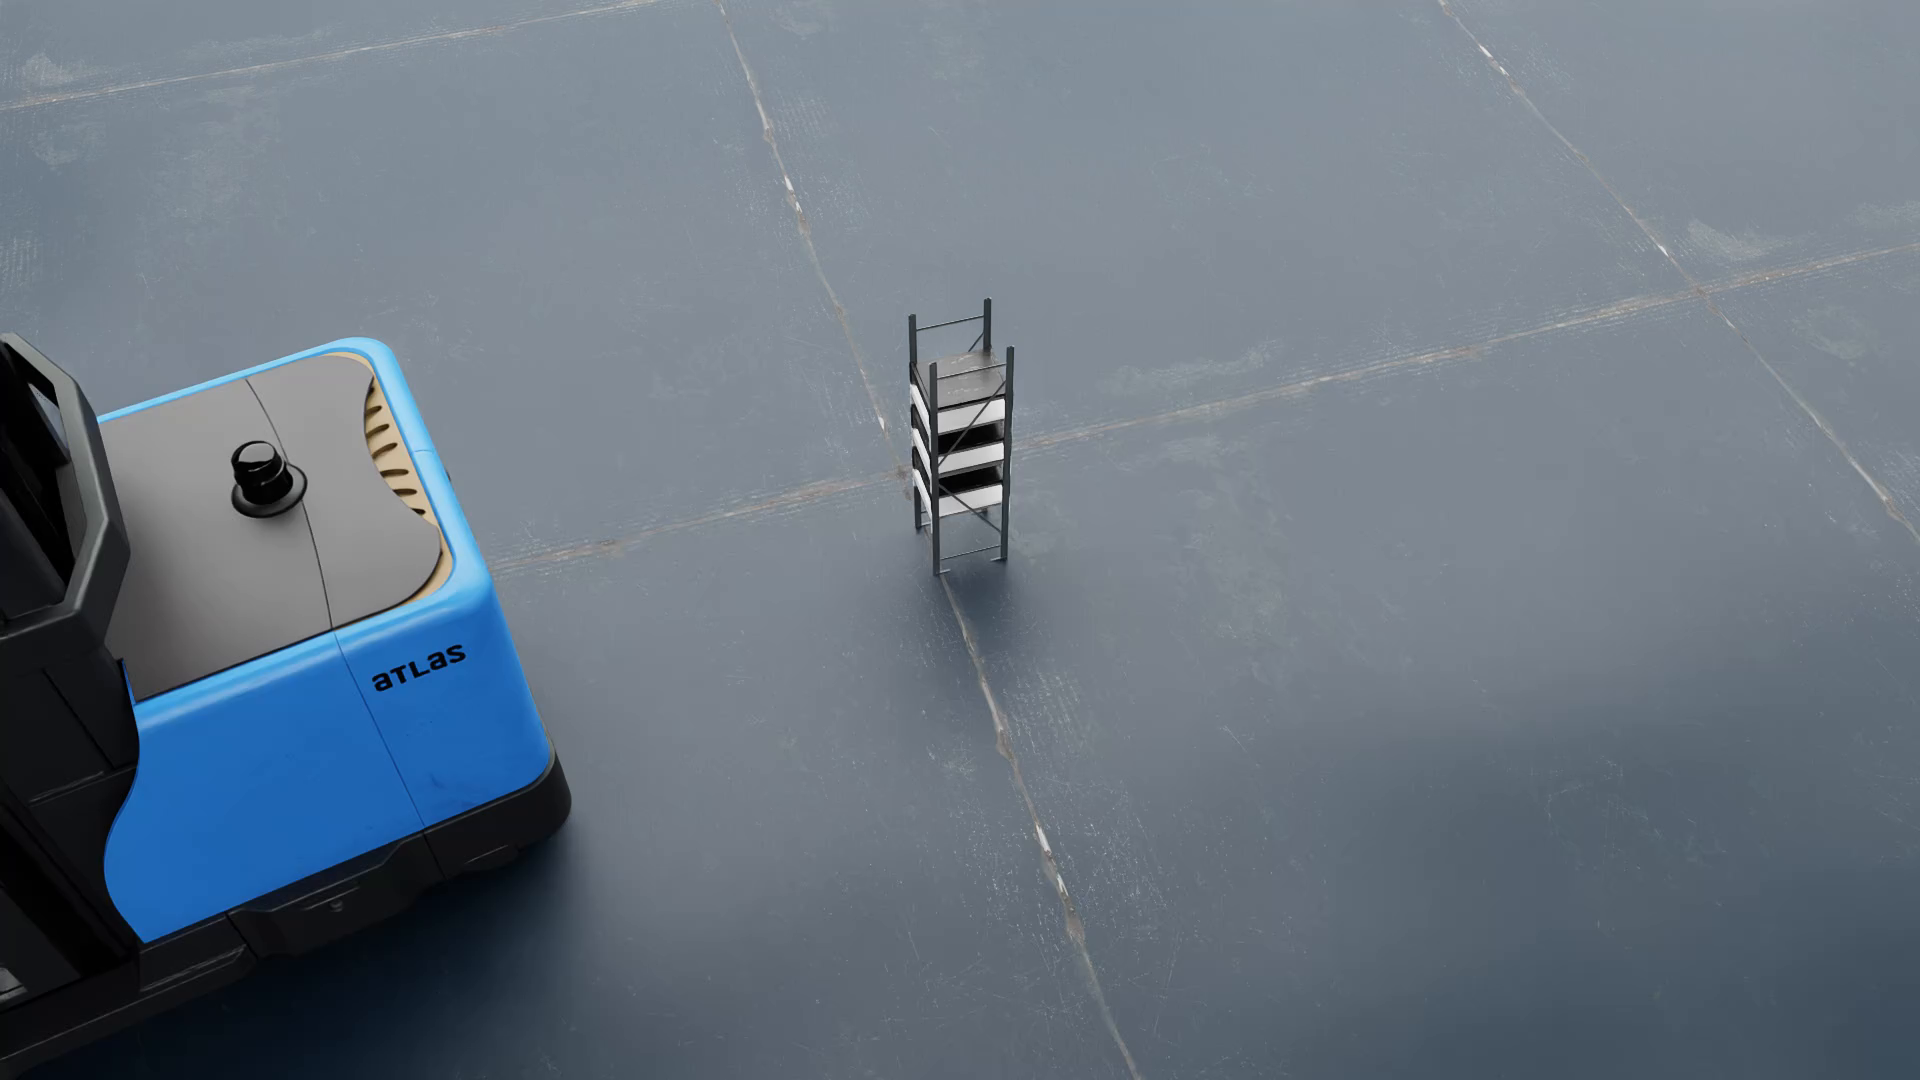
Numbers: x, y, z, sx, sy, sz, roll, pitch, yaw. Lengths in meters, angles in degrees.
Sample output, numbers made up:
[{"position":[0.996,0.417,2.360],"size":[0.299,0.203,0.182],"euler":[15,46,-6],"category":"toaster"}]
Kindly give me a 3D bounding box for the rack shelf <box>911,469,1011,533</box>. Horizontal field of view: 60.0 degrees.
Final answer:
[{"position":[0.002,-0.147,5.064],"size":[0.258,0.077,0.200],"euler":[-13,51,-11],"category":"rack shelf"}]

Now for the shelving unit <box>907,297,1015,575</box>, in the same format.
[{"position":[0.002,-0.284,4.901],"size":[0.258,0.900,0.210],"euler":[-13,51,-11],"category":"shelving unit"}]

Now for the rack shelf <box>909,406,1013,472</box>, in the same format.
[{"position":[0.002,-0.321,4.858],"size":[0.258,0.077,0.200],"euler":[-13,51,-11],"category":"rack shelf"}]

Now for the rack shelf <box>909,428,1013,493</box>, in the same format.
[{"position":[0.002,-0.263,4.926],"size":[0.258,0.077,0.200],"euler":[-13,51,-11],"category":"rack shelf"}]

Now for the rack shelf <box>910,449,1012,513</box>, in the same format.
[{"position":[0.002,-0.205,4.995],"size":[0.258,0.077,0.200],"euler":[-13,51,-11],"category":"rack shelf"}]

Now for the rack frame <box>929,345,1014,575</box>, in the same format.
[{"position":[0.032,-0.210,4.838],"size":[0.240,0.900,0.006],"euler":[-13,51,-11],"category":"rack frame"}]

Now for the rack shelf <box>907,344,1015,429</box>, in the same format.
[{"position":[0.002,-0.437,4.720],"size":[0.258,0.077,0.200],"euler":[-13,51,-11],"category":"rack shelf"}]

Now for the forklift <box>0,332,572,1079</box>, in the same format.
[{"position":[-2.610,0.046,3.294],"size":[3.031,2.935,1.130],"euler":[-22,53,-17],"category":"forklift"}]

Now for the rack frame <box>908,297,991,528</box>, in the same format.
[{"position":[-0.028,-0.358,4.964],"size":[0.240,0.900,0.006],"euler":[-13,51,-11],"category":"rack frame"}]

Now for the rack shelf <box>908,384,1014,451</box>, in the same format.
[{"position":[0.002,-0.379,4.789],"size":[0.258,0.077,0.200],"euler":[-13,51,-11],"category":"rack shelf"}]
